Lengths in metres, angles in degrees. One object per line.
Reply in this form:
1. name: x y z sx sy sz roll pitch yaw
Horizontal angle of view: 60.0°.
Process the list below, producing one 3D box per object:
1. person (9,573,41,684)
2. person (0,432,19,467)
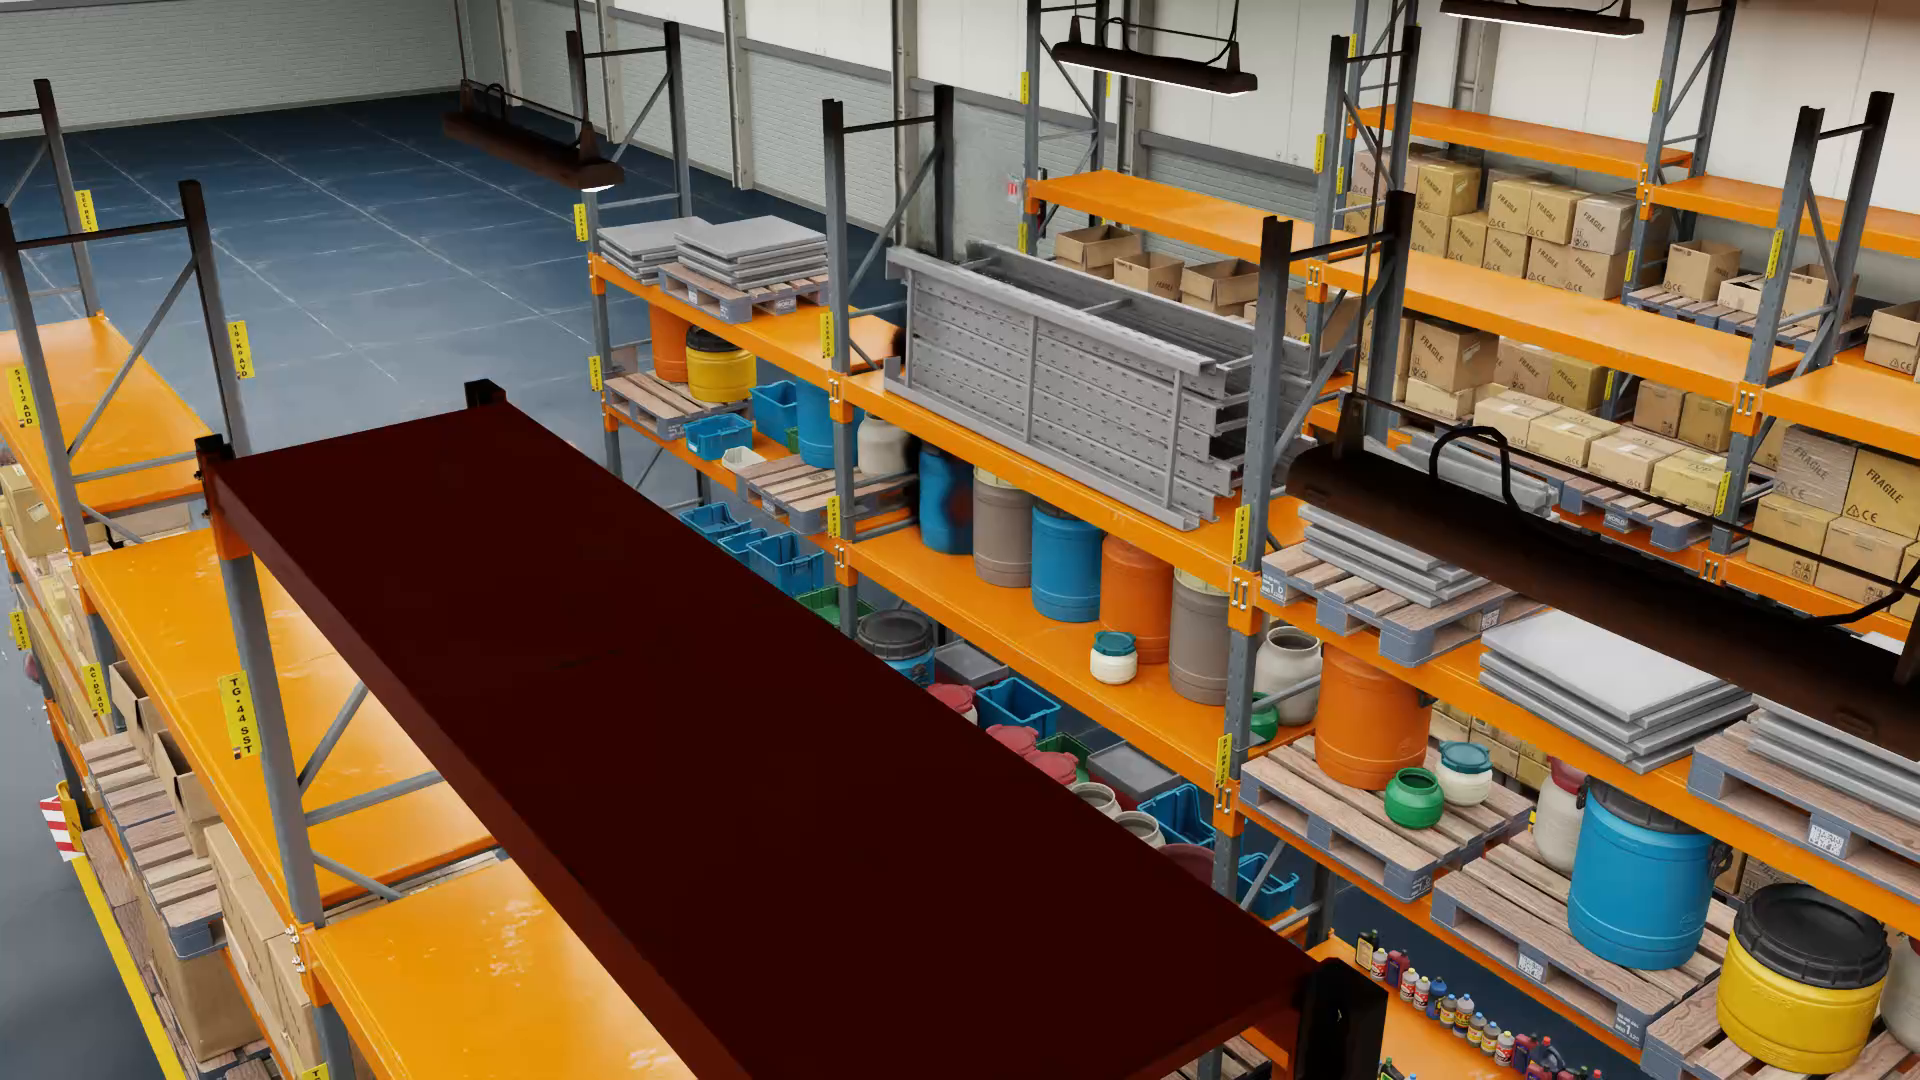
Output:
1. person: -8.246 0.944 14.977 0.541 1.627 0.584 -1 25 -2
2. person: -10.147 -0.473 17.916 0.642 1.745 0.695 -5 25 -10
